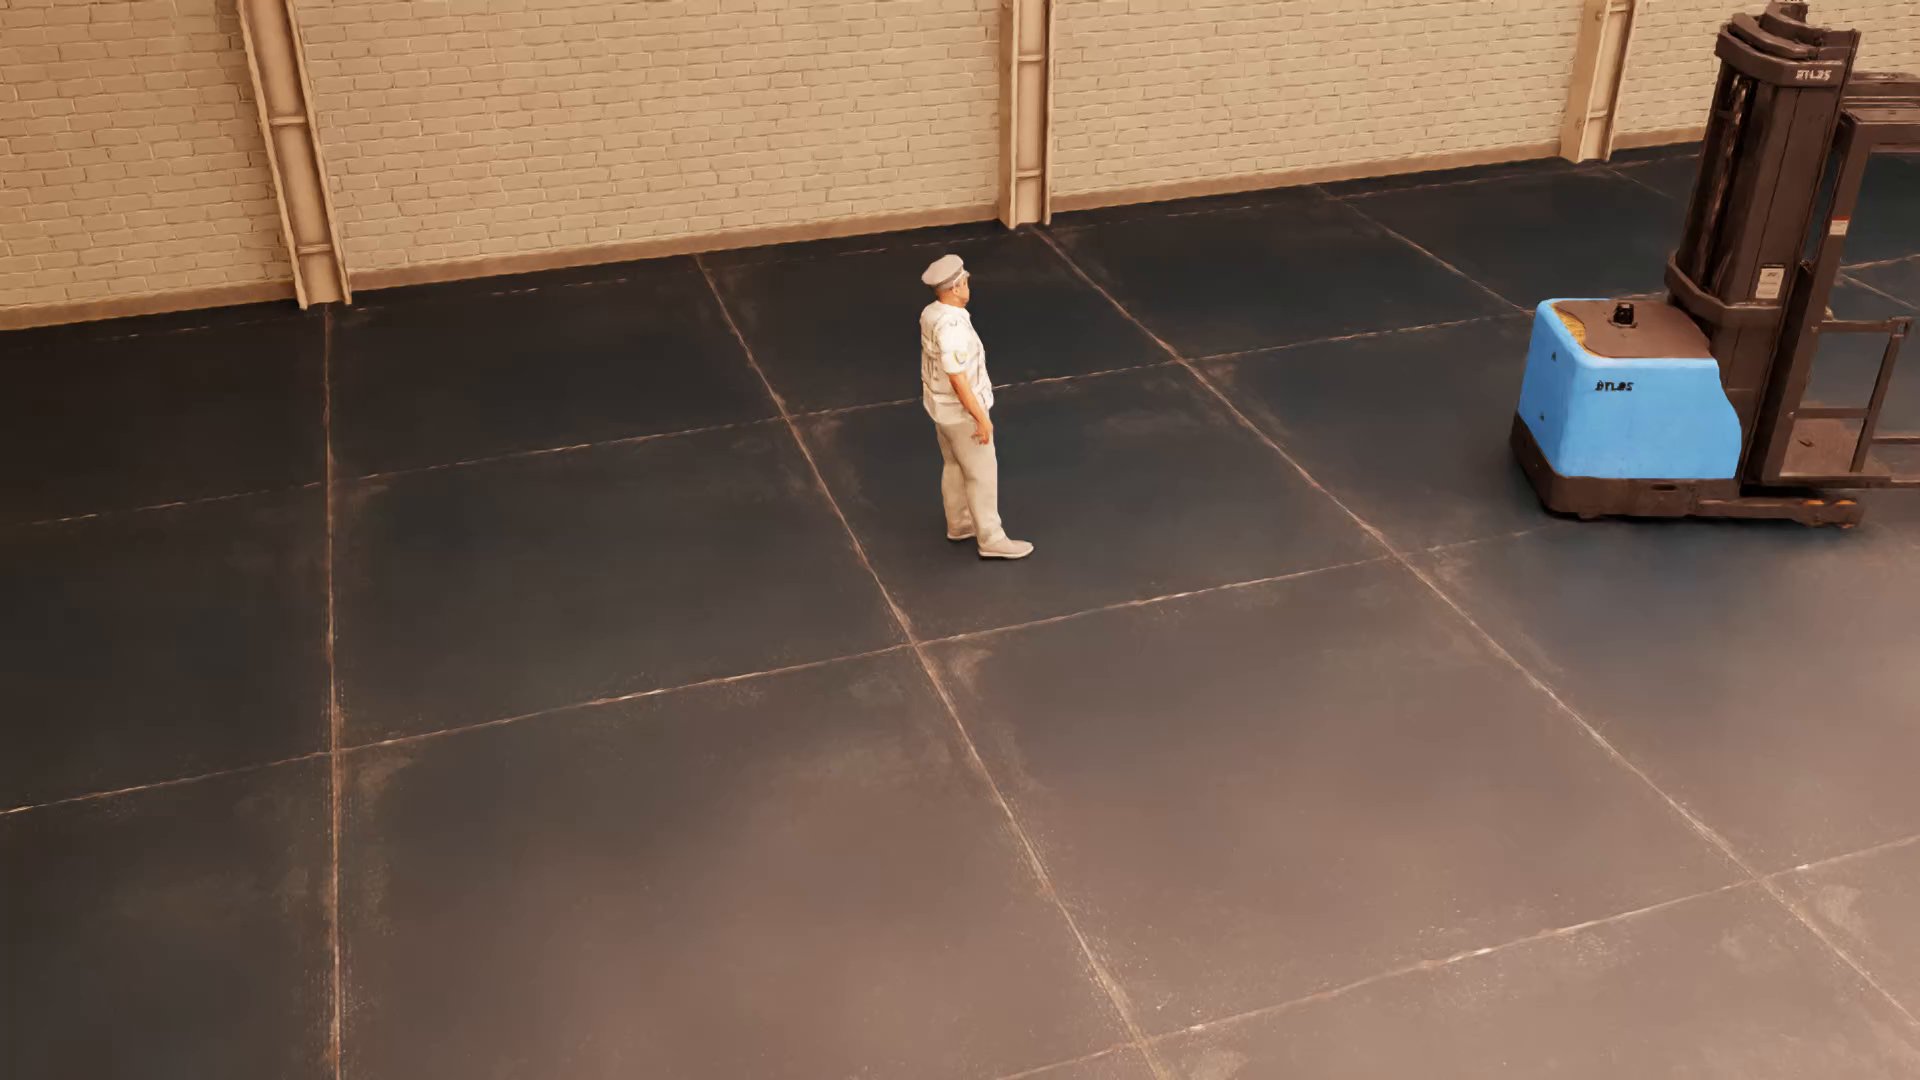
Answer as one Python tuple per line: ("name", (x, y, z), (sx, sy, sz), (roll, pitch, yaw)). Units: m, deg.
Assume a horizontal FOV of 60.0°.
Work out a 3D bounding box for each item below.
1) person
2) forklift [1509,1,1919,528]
("person", (0.078, -0.786, 9.589), (0.574, 1.781, 0.640), (-10, 31, -16))
("forklift", (5.137, -1.616, 9.895), (3.031, 2.935, 1.130), (1, 30, 1))
